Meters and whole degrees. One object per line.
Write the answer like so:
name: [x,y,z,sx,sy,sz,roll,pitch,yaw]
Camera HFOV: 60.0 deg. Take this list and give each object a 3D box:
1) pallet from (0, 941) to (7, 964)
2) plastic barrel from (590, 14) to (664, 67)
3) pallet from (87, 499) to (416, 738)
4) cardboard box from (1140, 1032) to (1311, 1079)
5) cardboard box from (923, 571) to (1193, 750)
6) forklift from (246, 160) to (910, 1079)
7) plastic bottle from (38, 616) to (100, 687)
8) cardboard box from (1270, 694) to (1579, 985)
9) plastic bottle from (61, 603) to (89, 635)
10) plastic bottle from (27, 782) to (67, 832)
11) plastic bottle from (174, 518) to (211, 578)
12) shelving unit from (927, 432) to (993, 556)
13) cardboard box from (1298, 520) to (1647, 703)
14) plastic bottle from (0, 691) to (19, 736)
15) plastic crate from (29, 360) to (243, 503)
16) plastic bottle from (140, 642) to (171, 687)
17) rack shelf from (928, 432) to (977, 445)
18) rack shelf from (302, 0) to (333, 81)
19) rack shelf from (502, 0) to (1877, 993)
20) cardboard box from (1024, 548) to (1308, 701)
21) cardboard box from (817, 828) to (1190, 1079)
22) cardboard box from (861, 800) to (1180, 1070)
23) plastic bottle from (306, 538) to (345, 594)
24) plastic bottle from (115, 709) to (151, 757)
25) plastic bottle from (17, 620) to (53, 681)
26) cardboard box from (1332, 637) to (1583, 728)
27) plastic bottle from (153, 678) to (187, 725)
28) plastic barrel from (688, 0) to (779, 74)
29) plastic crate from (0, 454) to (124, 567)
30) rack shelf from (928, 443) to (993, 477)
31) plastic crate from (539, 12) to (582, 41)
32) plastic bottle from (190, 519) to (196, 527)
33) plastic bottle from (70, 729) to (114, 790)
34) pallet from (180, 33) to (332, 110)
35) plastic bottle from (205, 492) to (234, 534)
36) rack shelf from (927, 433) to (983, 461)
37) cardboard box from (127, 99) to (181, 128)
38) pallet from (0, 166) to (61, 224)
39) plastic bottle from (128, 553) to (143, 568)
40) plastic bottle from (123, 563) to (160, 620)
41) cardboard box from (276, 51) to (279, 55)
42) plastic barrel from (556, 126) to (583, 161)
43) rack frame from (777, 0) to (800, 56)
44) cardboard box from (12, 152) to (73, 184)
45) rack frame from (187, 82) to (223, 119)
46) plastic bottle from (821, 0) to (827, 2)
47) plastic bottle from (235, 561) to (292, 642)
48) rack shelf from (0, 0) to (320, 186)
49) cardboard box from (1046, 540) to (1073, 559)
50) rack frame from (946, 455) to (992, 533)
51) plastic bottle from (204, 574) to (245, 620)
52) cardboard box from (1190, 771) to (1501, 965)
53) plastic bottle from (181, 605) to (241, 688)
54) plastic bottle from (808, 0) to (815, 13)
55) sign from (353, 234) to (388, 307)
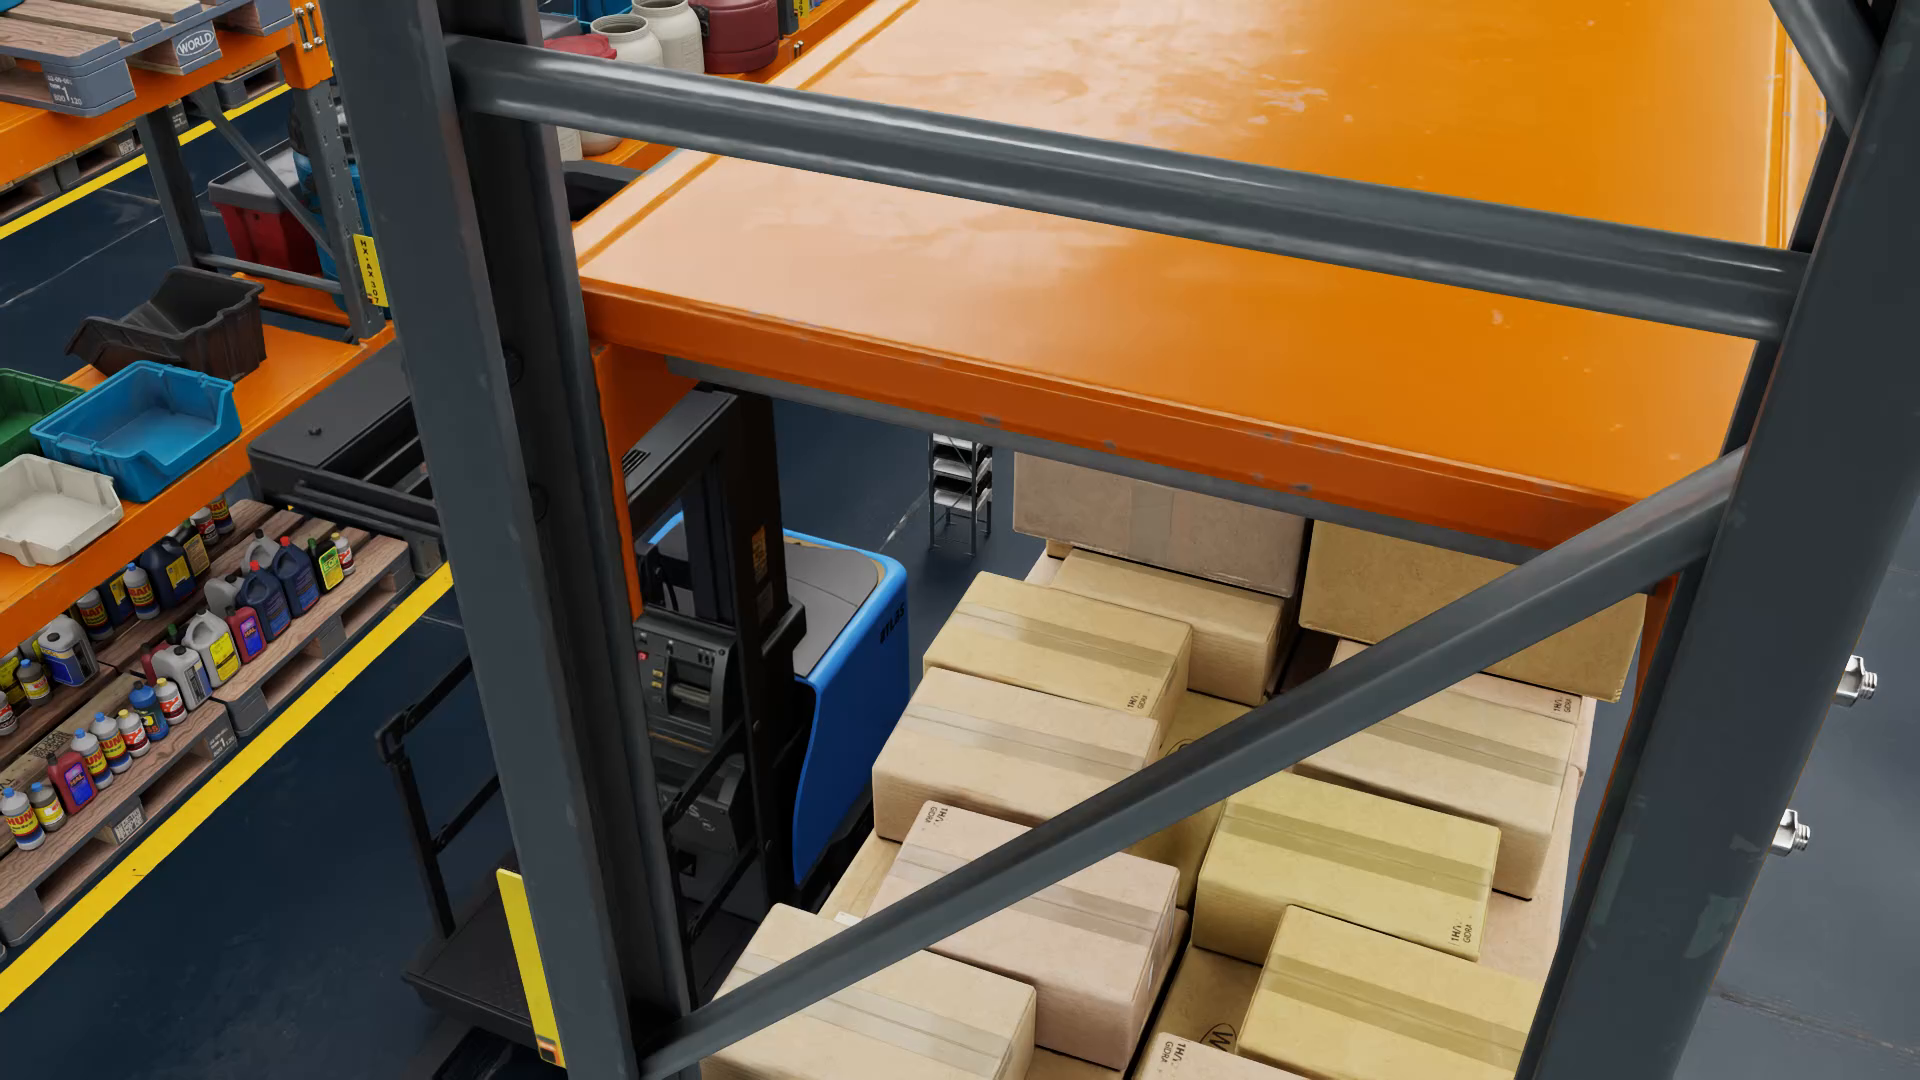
pallet: [-4.220,1.671,5.838,1.003,0.211,1.213,14,39,18]
plastic barrel: [-1.830,-2.567,9.086,0.421,0.512,0.421,0,37,0]
pallet: [-3.292,0.320,7.645,1.003,0.211,1.213,14,39,18]
cardboard box: [0.379,0.783,1.984,0.380,0.149,0.250,14,39,17]
cardboard box: [0.161,0.220,2.737,0.380,0.149,0.250,14,39,18]
forklift: [-1.235,0.459,5.187,1.130,2.935,3.031,15,39,19]
plastic bottle: [-3.776,0.468,7.026,0.152,0.276,0.135,14,39,18]
cardboard box: [0.674,0.548,2.632,0.500,0.250,0.500,13,39,17]
plastic bottle: [-3.862,0.291,7.256,0.061,0.283,0.133,16,40,20]
plastic bottle: [-3.502,1.010,6.363,0.097,0.201,0.097,0,37,0]
plastic bottle: [-3.523,0.038,7.595,0.061,0.283,0.133,14,39,18]
shelving unit: [0.003,-0.365,7.987,0.258,0.900,0.210,14,39,18]
cardboard box: [0.875,-0.138,2.674,0.500,0.500,0.500,14,39,18]
plastic bottle: [-3.930,0.691,6.789,0.097,0.201,0.097,0,37,0]
plastic crate: [-3.168,-0.425,6.437,0.499,0.251,0.616,14,39,18]
plastic bottle: [-3.336,0.525,6.943,0.061,0.283,0.133,14,39,18]
rack shelf: [0.003,-0.554,7.845,0.258,0.077,0.200,14,39,18]
rack shelf: [-2.237,-3.180,8.094,1.077,0.370,4.000,14,39,18]
rack shelf: [0.822,-1.037,2.725,1.077,0.370,4.000,14,39,18]
cardboard box: [0.399,0.159,3.152,0.500,0.250,0.500,15,39,19]
cardboard box: [0.009,0.718,2.404,0.500,0.250,0.500,15,39,19]
cardboard box: [0.085,0.540,2.308,0.380,0.149,0.250,13,39,16]
plastic bottle: [-2.876,0.094,7.520,0.061,0.283,0.133,16,40,20]
plastic bottle: [-3.335,0.767,6.688,0.097,0.201,0.097,0,37,0]
plastic bottle: [-3.922,0.418,7.031,0.144,0.351,0.185,14,39,17]
cardboard box: [0.815,0.225,2.730,0.380,0.149,0.250,14,39,18]
plastic bottle: [-3.257,0.653,6.840,0.097,0.201,0.097,0,37,0]
plastic barrel: [-1.372,-3.102,9.781,0.600,0.536,0.708,14,39,18]
plastic crate: [-3.381,-0.097,6.094,0.530,0.136,0.437,14,39,18]
rack shelf: [0.003,-0.410,7.953,0.258,0.077,0.200,14,39,18]
plastic crate: [-2.374,-2.574,9.135,0.402,0.464,0.583,14,39,18]
plastic bottle: [-3.602,-0.025,7.748,0.097,0.201,0.097,0,37,0]
plastic bottle: [-3.411,0.850,6.519,0.097,0.271,0.097,0,37,0]
pallet: [-5.736,-3.792,13.147,1.003,0.211,1.213,14,39,18]
plastic bottle: [-3.524,-0.166,7.878,0.097,0.271,0.097,0,37,0]
rack shelf: [0.003,-0.482,7.899,0.258,0.077,0.200,14,39,18]
cardboard box: [-6.030,-3.224,12.004,0.500,0.250,0.500,15,39,19]
pallet: [-6.870,-2.267,11.107,1.003,0.211,1.213,14,39,18]
plastic bottle: [-3.689,0.078,7.485,0.144,0.351,0.185,15,39,19]
plastic bottle: [-3.632,0.218,7.365,0.097,0.271,0.097,0,37,0]
cardboard box: [-5.424,-4.157,13.027,0.500,0.500,0.500,12,39,16]
plastic barrel: [-2.152,-2.100,8.440,0.433,0.535,0.433,0,37,0]
rack frame: [-1.476,-3.374,10.258,1.000,3.000,0.127,14,39,18]
cardboard box: [-6.417,-2.660,11.250,0.500,0.250,0.500,15,39,19]
rack frame: [-6.055,-4.504,11.771,1.000,3.000,0.127,14,39,18]
plastic bottle: [-0.906,-3.572,10.689,0.097,0.201,0.097,0,37,0]
plastic bottle: [-3.049,0.254,7.250,0.144,0.351,0.185,12,38,15]
rack shelf: [-3.759,-0.965,5.131,1.077,0.370,4.000,14,39,18]
cardboard box: [0.380,-0.061,3.113,0.380,0.149,0.250,12,38,15]
rack frame: [0.042,-0.421,8.062,0.240,0.900,0.006,14,39,18]
plastic bottle: [-3.196,0.264,7.299,0.152,0.276,0.135,14,39,18]
cardboard box: [0.550,0.494,2.371,0.380,0.149,0.250,13,39,17]
plastic bottle: [-3.172,0.433,7.010,0.144,0.351,0.185,14,39,17]
plastic bottle: [-1.012,-3.490,10.517,0.152,0.276,0.135,14,39,18]
sign: [-2.493,-1.139,7.037,0.100,0.325,0.005,14,39,18]
